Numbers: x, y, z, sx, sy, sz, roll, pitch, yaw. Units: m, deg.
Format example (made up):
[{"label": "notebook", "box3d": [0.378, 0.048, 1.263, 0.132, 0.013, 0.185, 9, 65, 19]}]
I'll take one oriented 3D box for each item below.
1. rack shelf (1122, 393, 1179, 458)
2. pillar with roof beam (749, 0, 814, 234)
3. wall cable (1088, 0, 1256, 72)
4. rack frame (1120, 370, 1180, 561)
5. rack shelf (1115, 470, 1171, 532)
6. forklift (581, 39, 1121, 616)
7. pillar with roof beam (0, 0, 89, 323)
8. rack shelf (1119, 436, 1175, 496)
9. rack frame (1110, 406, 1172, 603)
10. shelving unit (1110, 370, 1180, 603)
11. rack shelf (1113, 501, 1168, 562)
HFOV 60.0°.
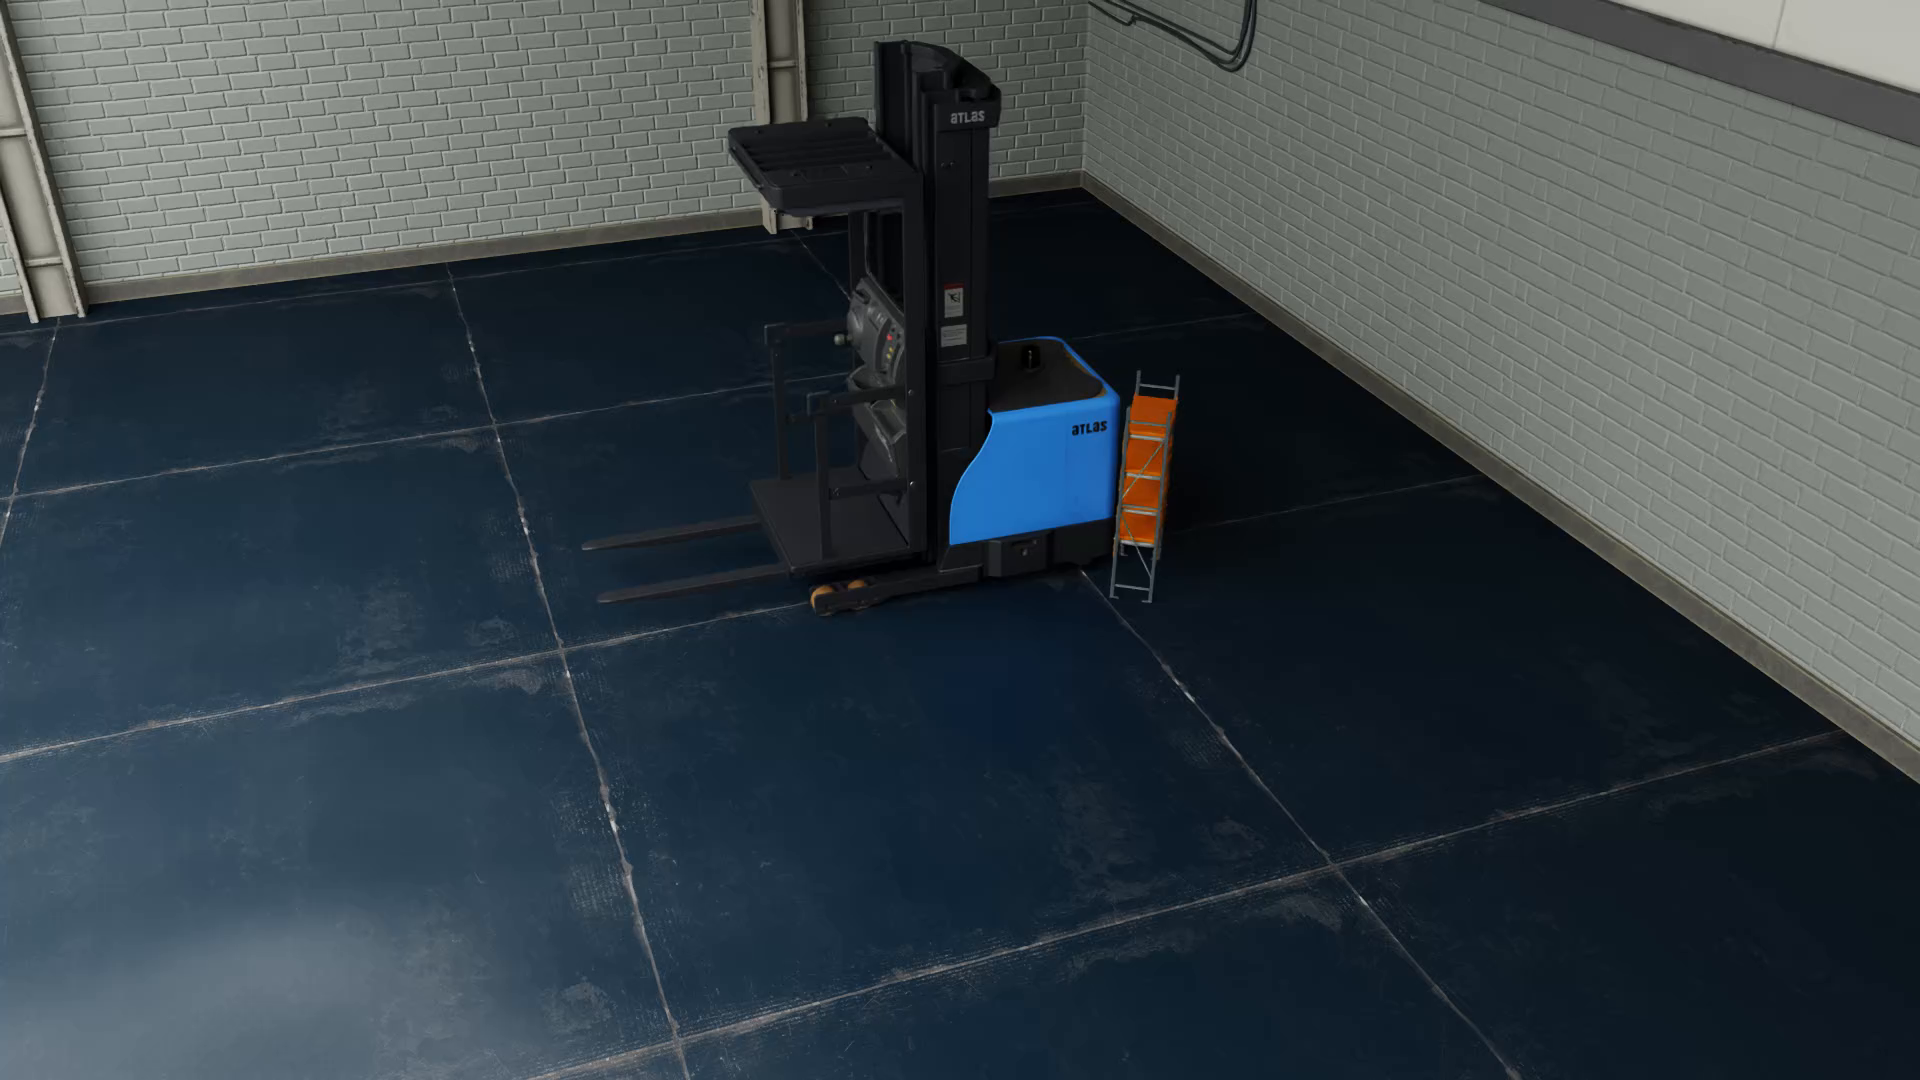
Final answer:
[{"label": "rack shelf", "box3d": [1.056, -0.637, 9.204, 0.258, 0.148, 0.480, 8, 30, 9]}, {"label": "pillar with roof beam", "box3d": [-0.062, -4.762, 9.369, 0.400, 9.000, 9.100, -10, 31, -18]}, {"label": "wall cable", "box3d": [1.659, -5.306, 13.459, 0.112, 2.526, 3.097, -10, 31, -18]}, {"label": "rack frame", "box3d": [1.093, -0.415, 9.609, 0.240, 1.200, 0.015, 8, 30, 9]}, {"label": "rack shelf", "box3d": [1.041, -0.239, 9.435, 0.258, 0.148, 0.480, 8, 30, 9]}, {"label": "forklift", "box3d": [-0.650, -1.139, 9.139, 3.031, 2.935, 1.130, -10, 31, -16]}, {"label": "pillar with roof beam", "box3d": [-5.686, -3.727, 7.551, 0.400, 9.000, 9.100, -10, 31, -18]}, {"label": "rack shelf", "box3d": [1.048, -0.432, 9.323, 0.258, 0.148, 0.480, 8, 30, 9]}, {"label": "rack frame", "box3d": [0.993, -0.179, 9.194, 0.240, 1.200, 0.015, 8, 30, 9]}, {"label": "shelving unit", "box3d": [1.043, -0.297, 9.401, 0.258, 1.200, 0.503, 8, 30, 9]}, {"label": "rack shelf", "box3d": [1.035, -0.067, 9.534, 0.258, 0.148, 0.480, 8, 30, 9]}]
